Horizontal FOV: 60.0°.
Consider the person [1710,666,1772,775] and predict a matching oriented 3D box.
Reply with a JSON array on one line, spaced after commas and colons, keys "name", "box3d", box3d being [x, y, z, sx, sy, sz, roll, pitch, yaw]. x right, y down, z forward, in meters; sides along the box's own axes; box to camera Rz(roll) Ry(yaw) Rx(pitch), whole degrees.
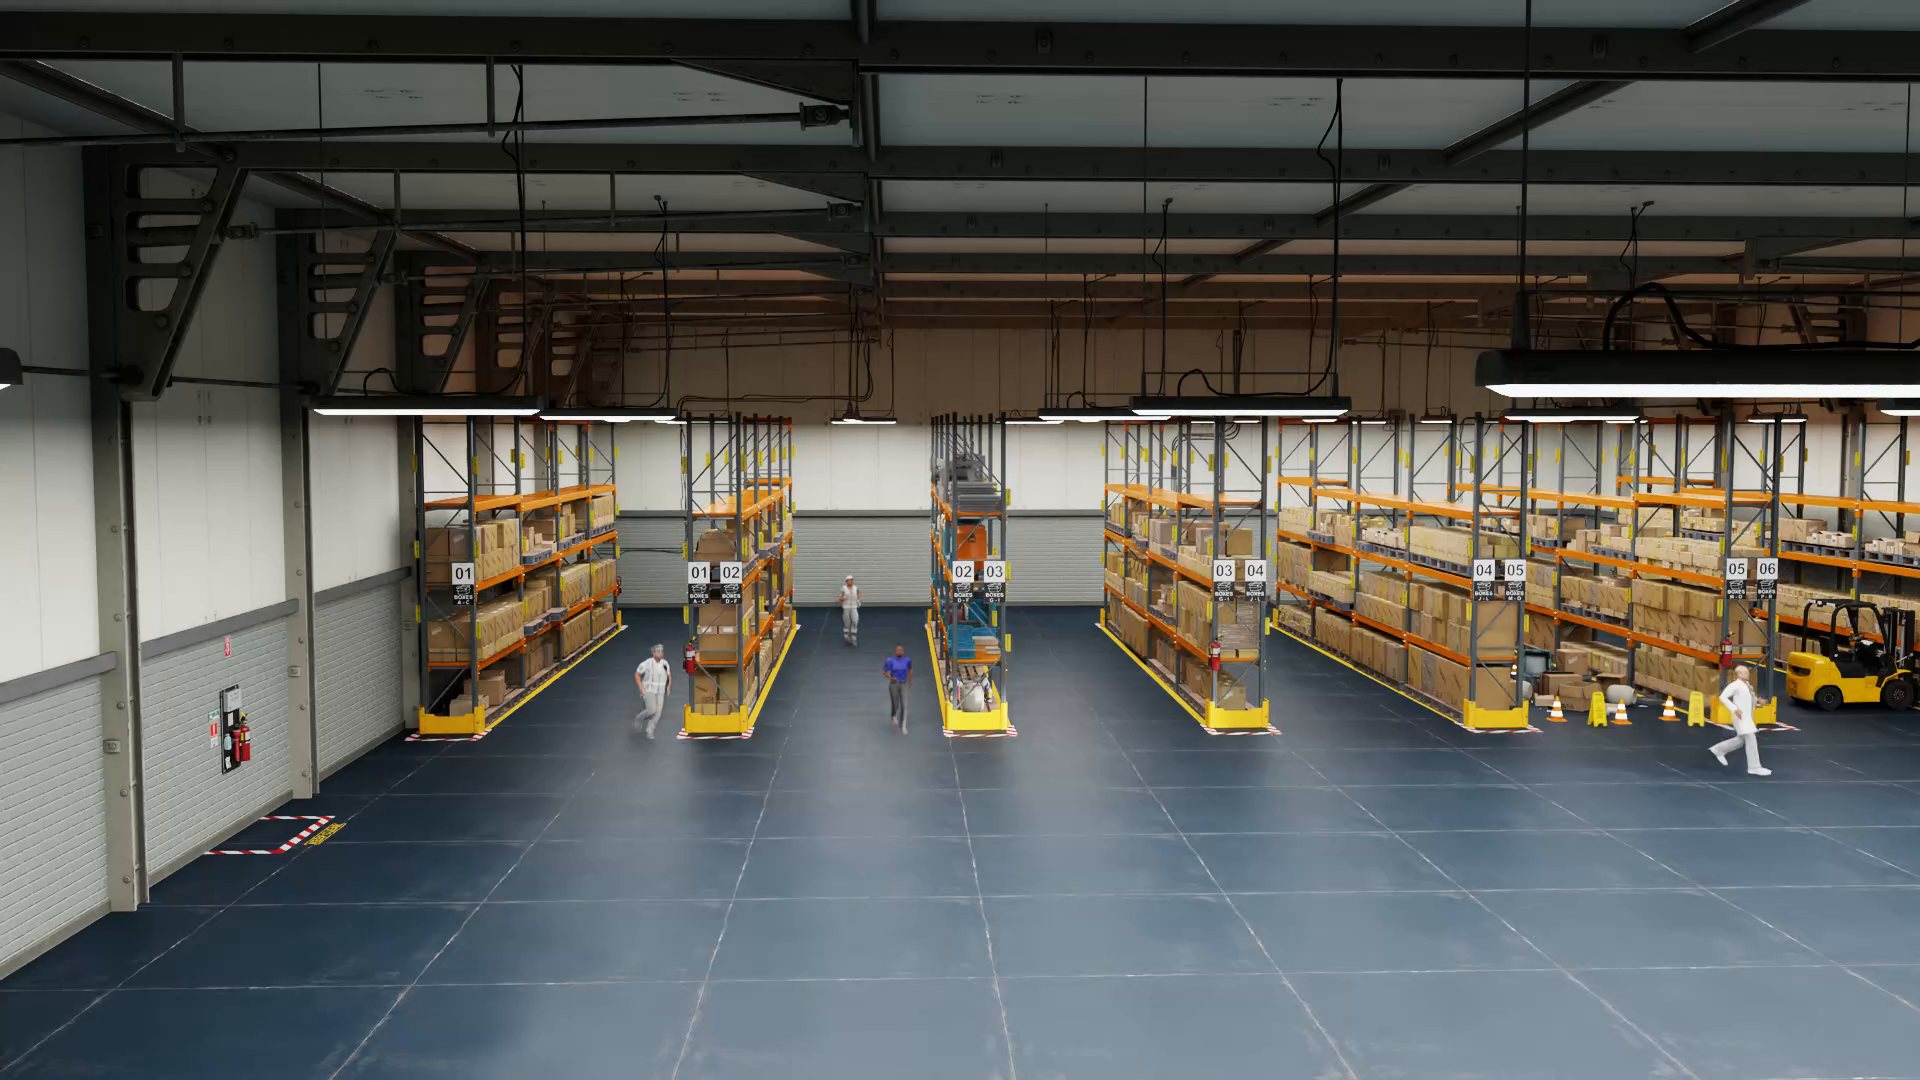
[{"name": "person", "box3d": [12.913, 2.954, 27.475, 1.034, 1.754, 0.714, 4, 5, 44]}]

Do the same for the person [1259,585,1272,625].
[{"name": "person", "box3d": [8.053, 1.914, 44.491, 0.526, 1.513, 0.823, -1, 4, -12]}]

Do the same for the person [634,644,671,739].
[{"name": "person", "box3d": [-5.630, 2.778, 30.735, 0.697, 1.711, 0.584, -3, 5, -37]}]

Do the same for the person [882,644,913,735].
[{"name": "person", "box3d": [-1.162, 2.782, 31.317, 0.616, 1.661, 0.847, -1, 4, -12]}]

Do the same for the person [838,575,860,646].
[{"name": "person", "box3d": [-2.899, 1.846, 43.710, 0.638, 1.840, 0.774, -1, 4, -14]}]
